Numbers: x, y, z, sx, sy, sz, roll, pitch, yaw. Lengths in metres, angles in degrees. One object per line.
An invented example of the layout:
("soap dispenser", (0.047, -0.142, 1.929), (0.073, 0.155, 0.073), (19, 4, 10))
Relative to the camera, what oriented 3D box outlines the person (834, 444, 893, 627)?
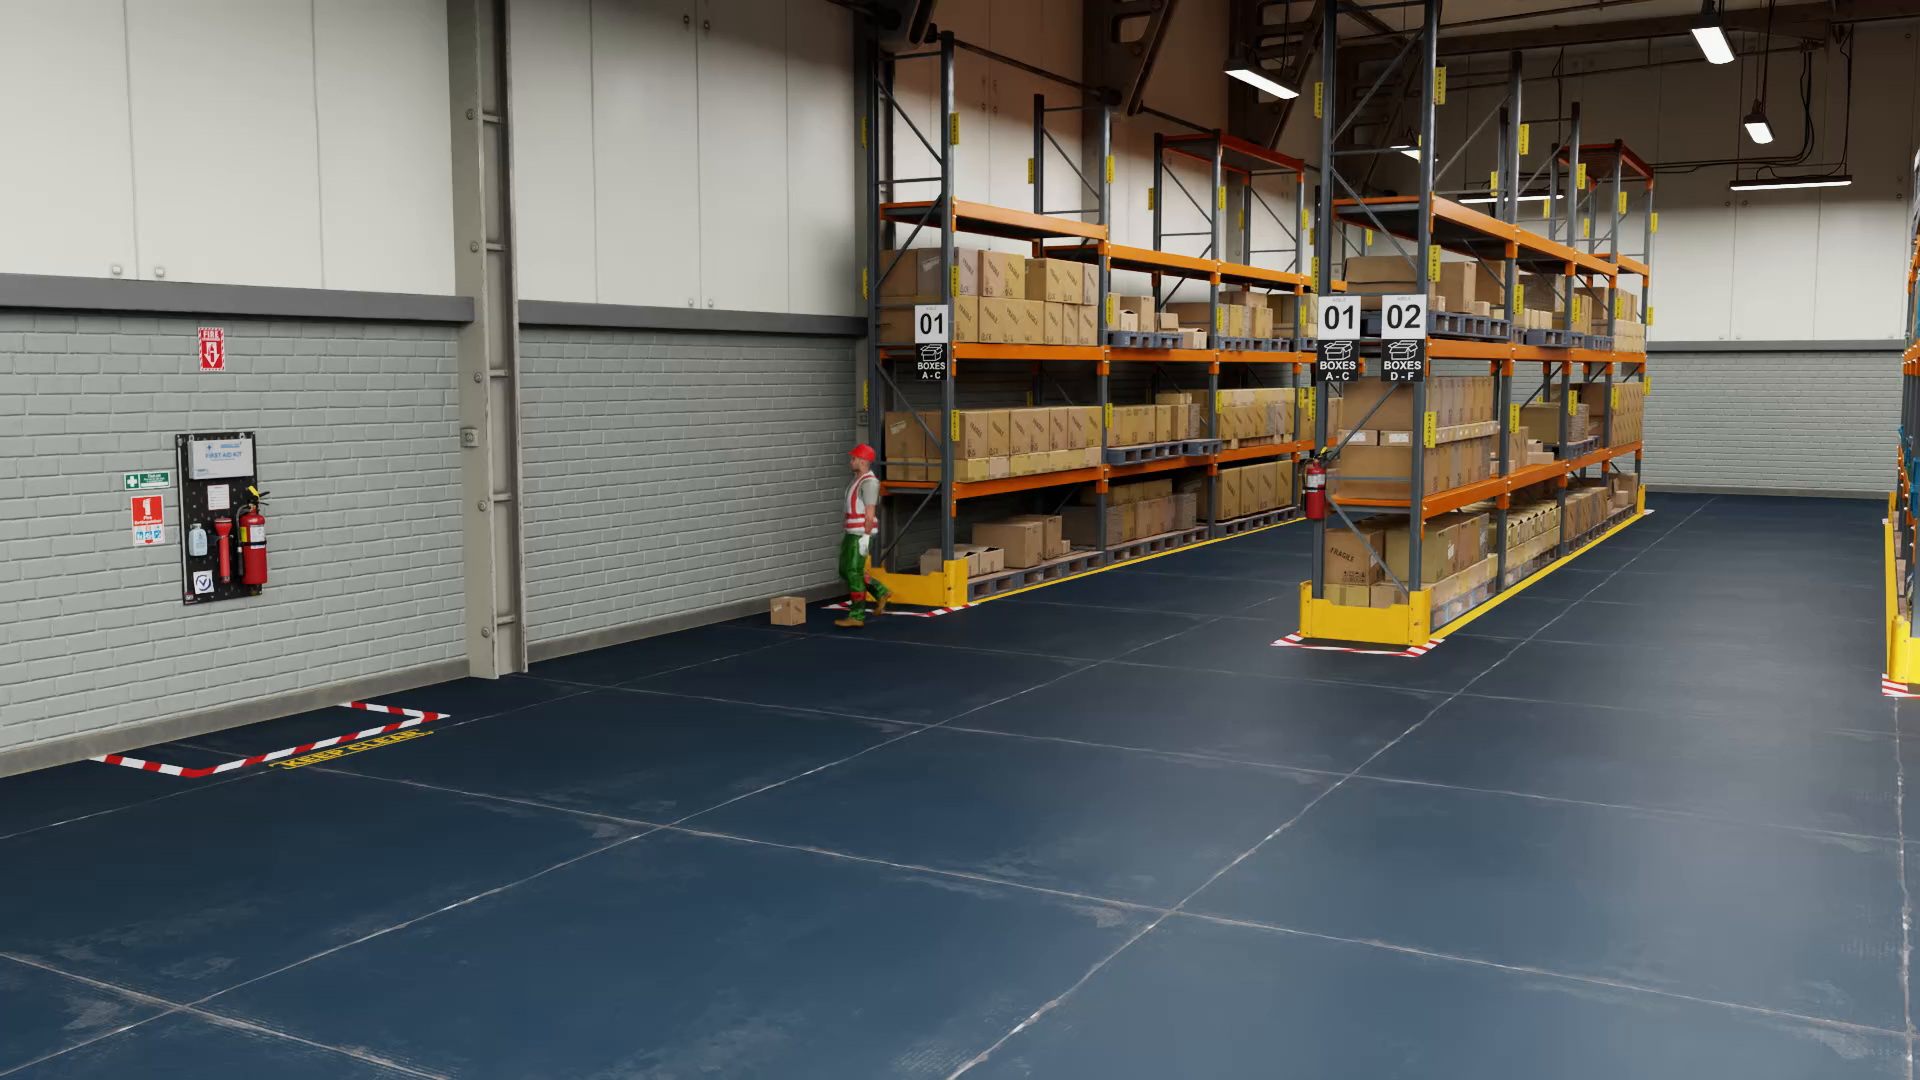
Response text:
("person", (-0.947, -0.049, 16.328), (0.650, 1.779, 0.542), (-2, 6, -19))
